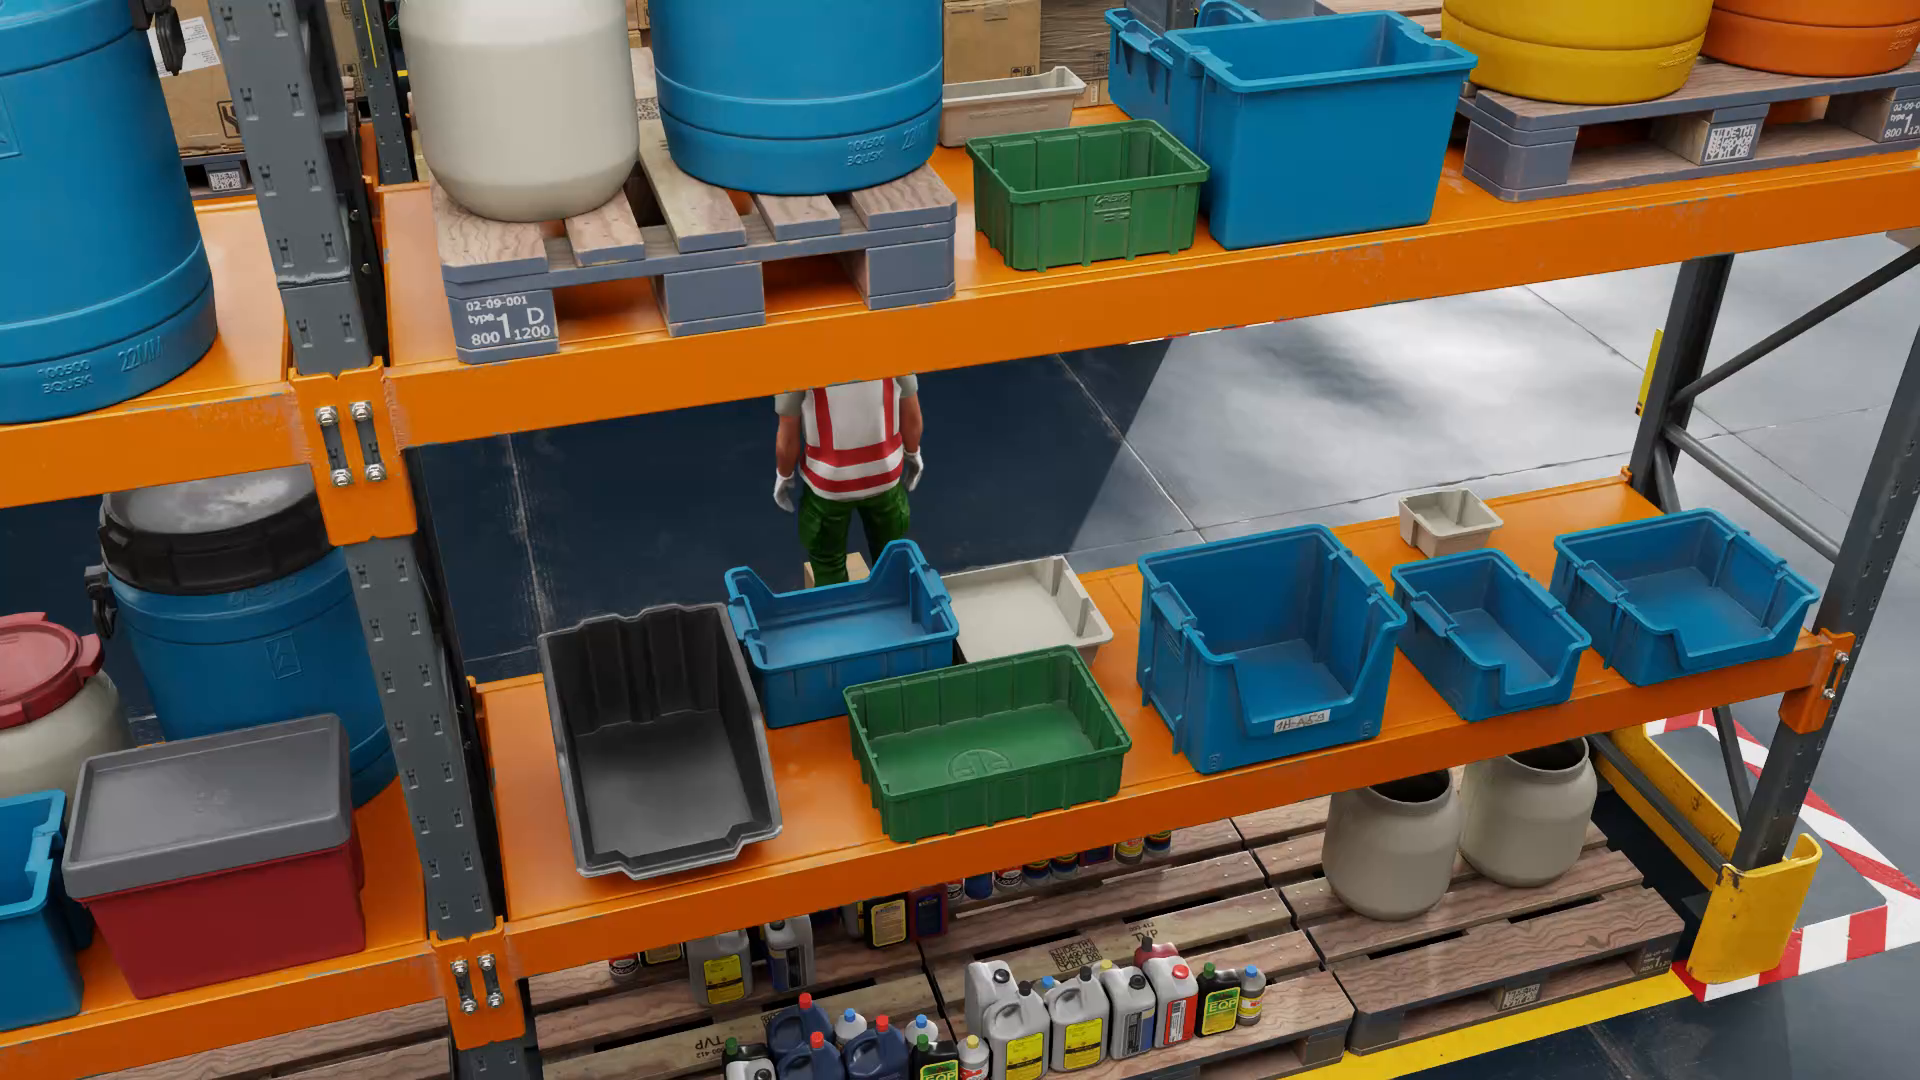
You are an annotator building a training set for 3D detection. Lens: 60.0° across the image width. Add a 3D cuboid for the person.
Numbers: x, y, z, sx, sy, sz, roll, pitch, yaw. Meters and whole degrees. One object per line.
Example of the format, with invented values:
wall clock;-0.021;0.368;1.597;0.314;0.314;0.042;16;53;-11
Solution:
person;-0.435;-0.277;6.545;0.615;1.778;0.456;-10;35;-15
